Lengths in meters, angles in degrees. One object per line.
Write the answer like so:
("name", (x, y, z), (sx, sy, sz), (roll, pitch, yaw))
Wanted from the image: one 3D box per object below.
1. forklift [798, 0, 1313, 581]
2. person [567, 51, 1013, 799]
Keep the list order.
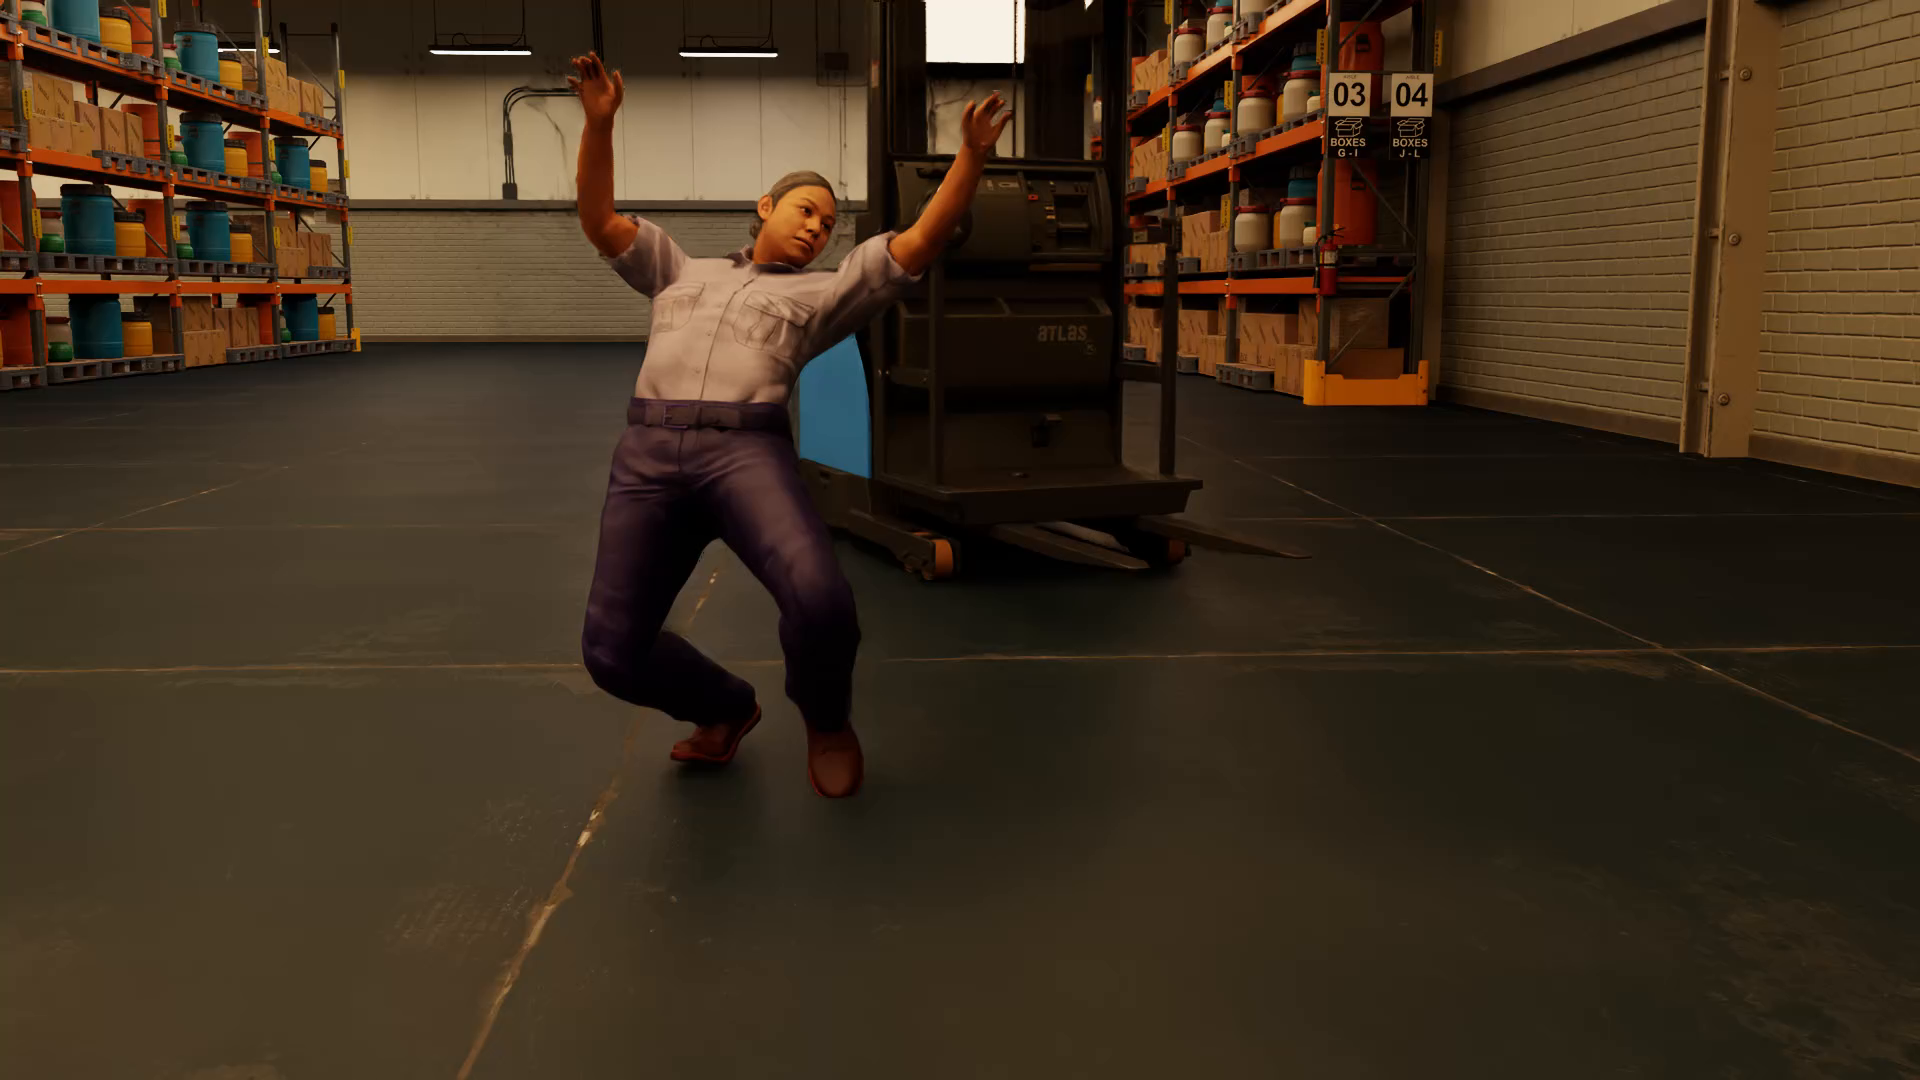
("forklift", (0.266, -1.363, 6.513), (1.130, 2.935, 3.031), (-4, 9, -22))
("person", (-0.364, -0.219, 3.573), (0.950, 1.577, 0.737), (2, 9, 14))
